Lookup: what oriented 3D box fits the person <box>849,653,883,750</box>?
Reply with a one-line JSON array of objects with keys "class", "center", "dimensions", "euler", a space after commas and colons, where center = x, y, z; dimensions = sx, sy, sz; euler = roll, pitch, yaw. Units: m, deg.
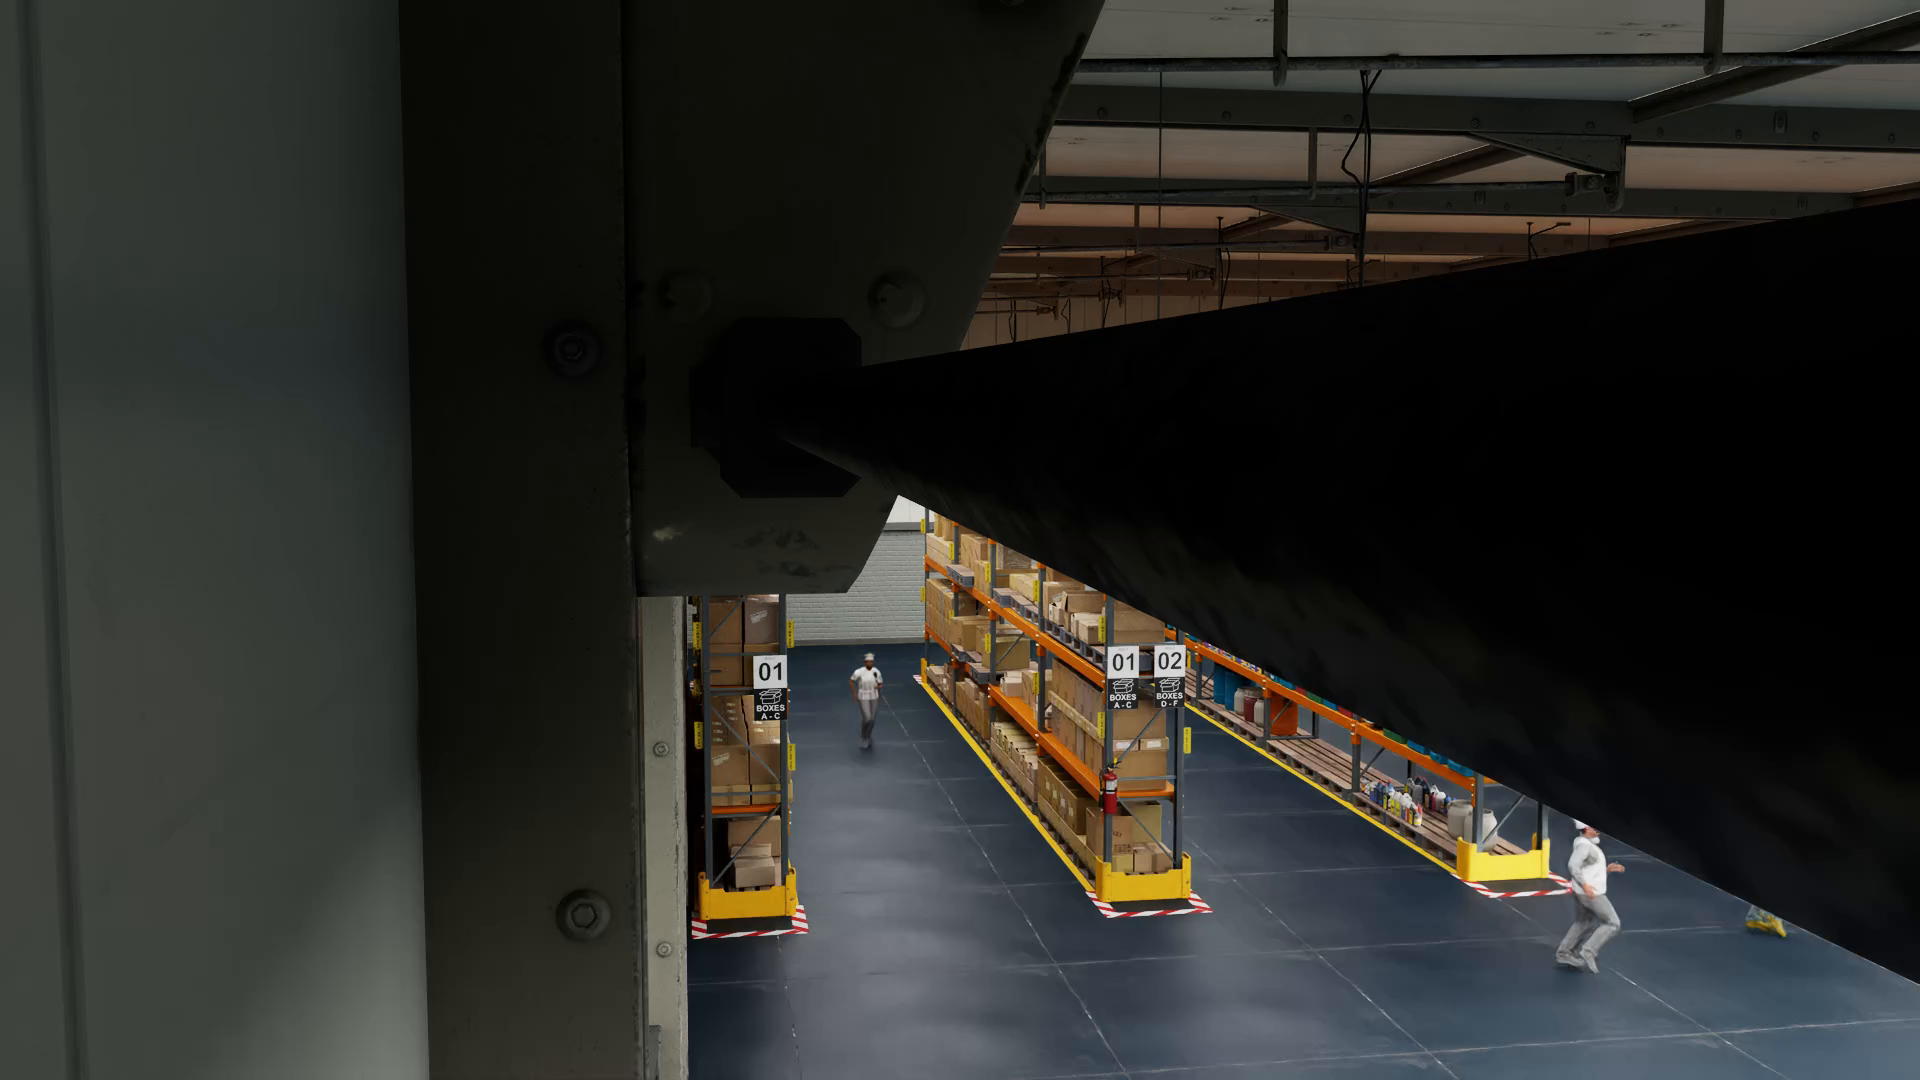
[{"class": "person", "center": [-1.644, 2.881, 29.726], "dimensions": [0.542, 1.729, 0.716], "euler": [-2, 5, -24]}]

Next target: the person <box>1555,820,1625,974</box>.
[{"class": "person", "center": [6.908, 3.848, 18.197], "dimensions": [0.693, 1.771, 0.629], "euler": [1, 5, 10]}]

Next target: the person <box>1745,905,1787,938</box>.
[{"class": "person", "center": [9.604, 3.748, 19.464], "dimensions": [0.700, 1.773, 0.673], "euler": [1, 5, 15]}]
